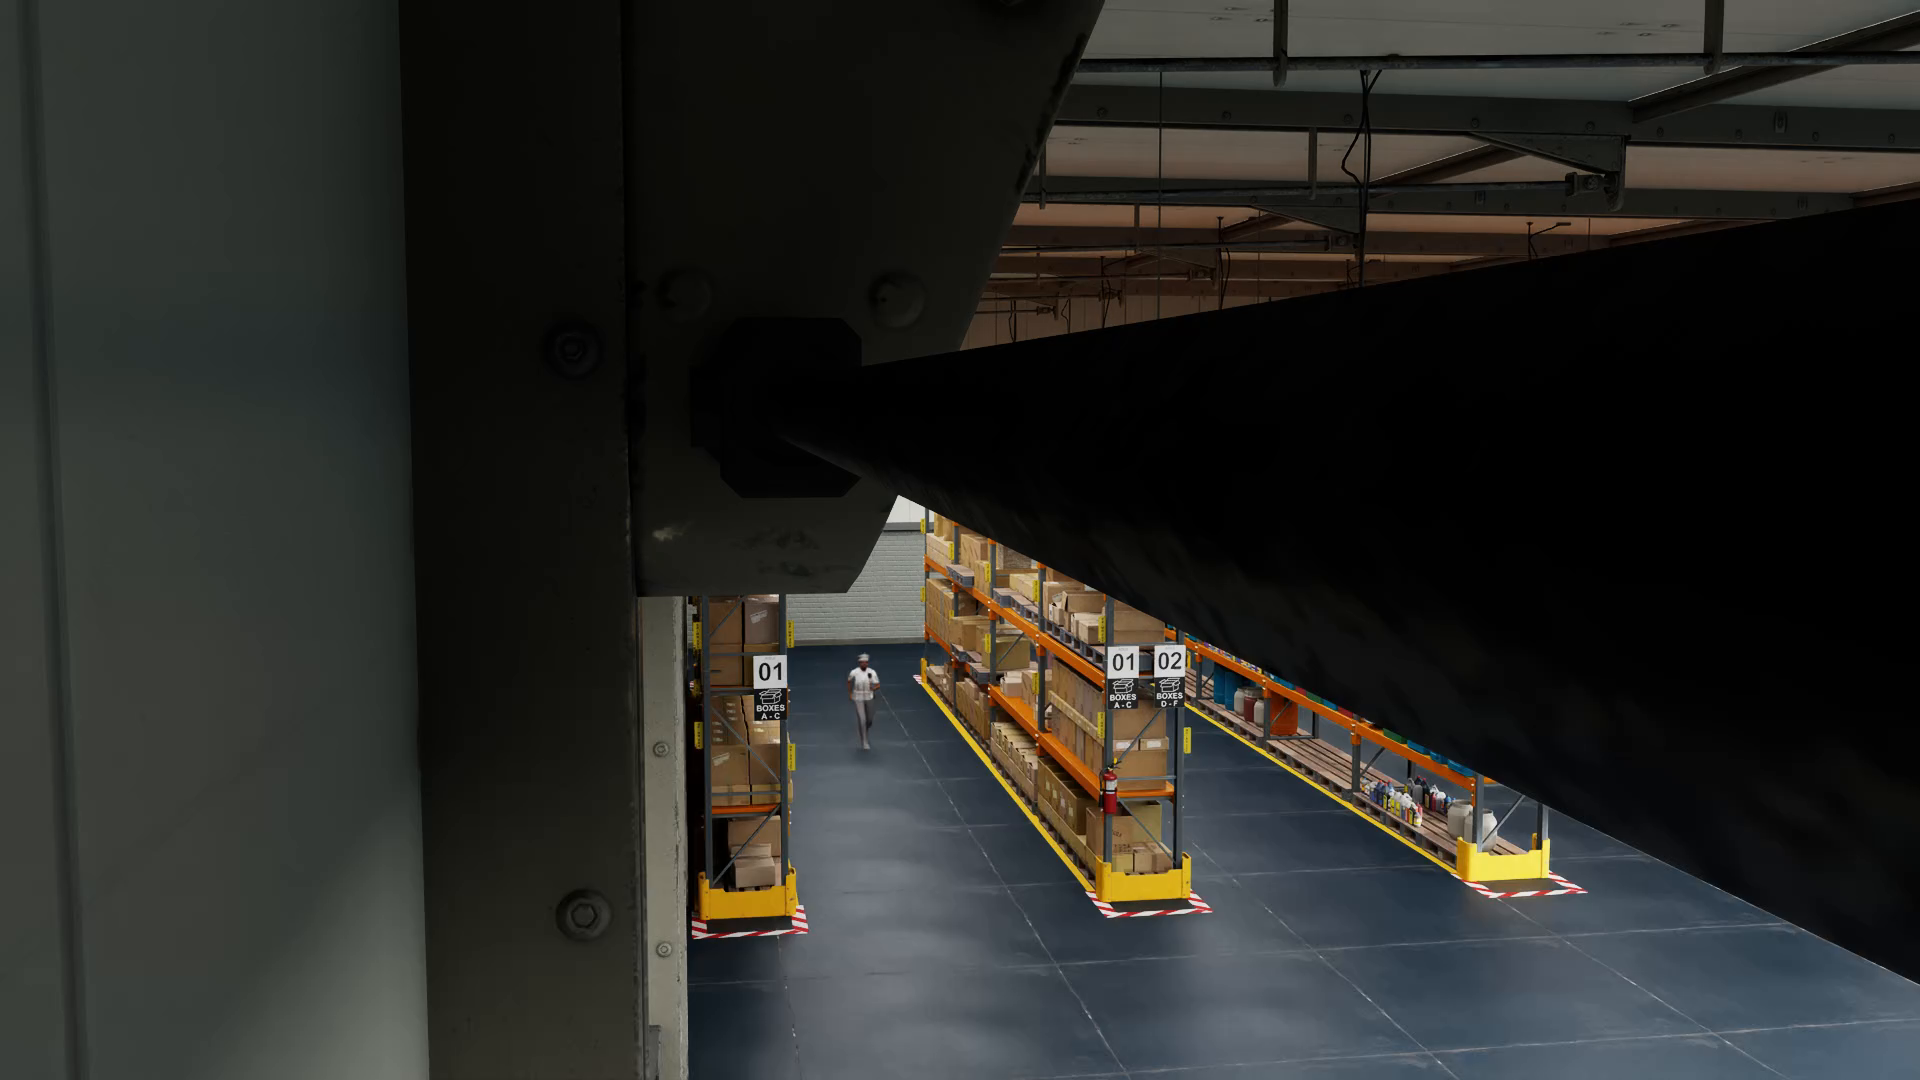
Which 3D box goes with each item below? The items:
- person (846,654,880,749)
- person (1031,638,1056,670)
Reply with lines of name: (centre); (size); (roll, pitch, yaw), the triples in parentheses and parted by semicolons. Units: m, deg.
person: (-1.727, 2.855, 29.803); (0.582, 1.664, 0.873); (-1, 5, -12)
person: (1.838, 2.400, 35.485); (0.600, 1.617, 0.796); (-2, 5, -19)
